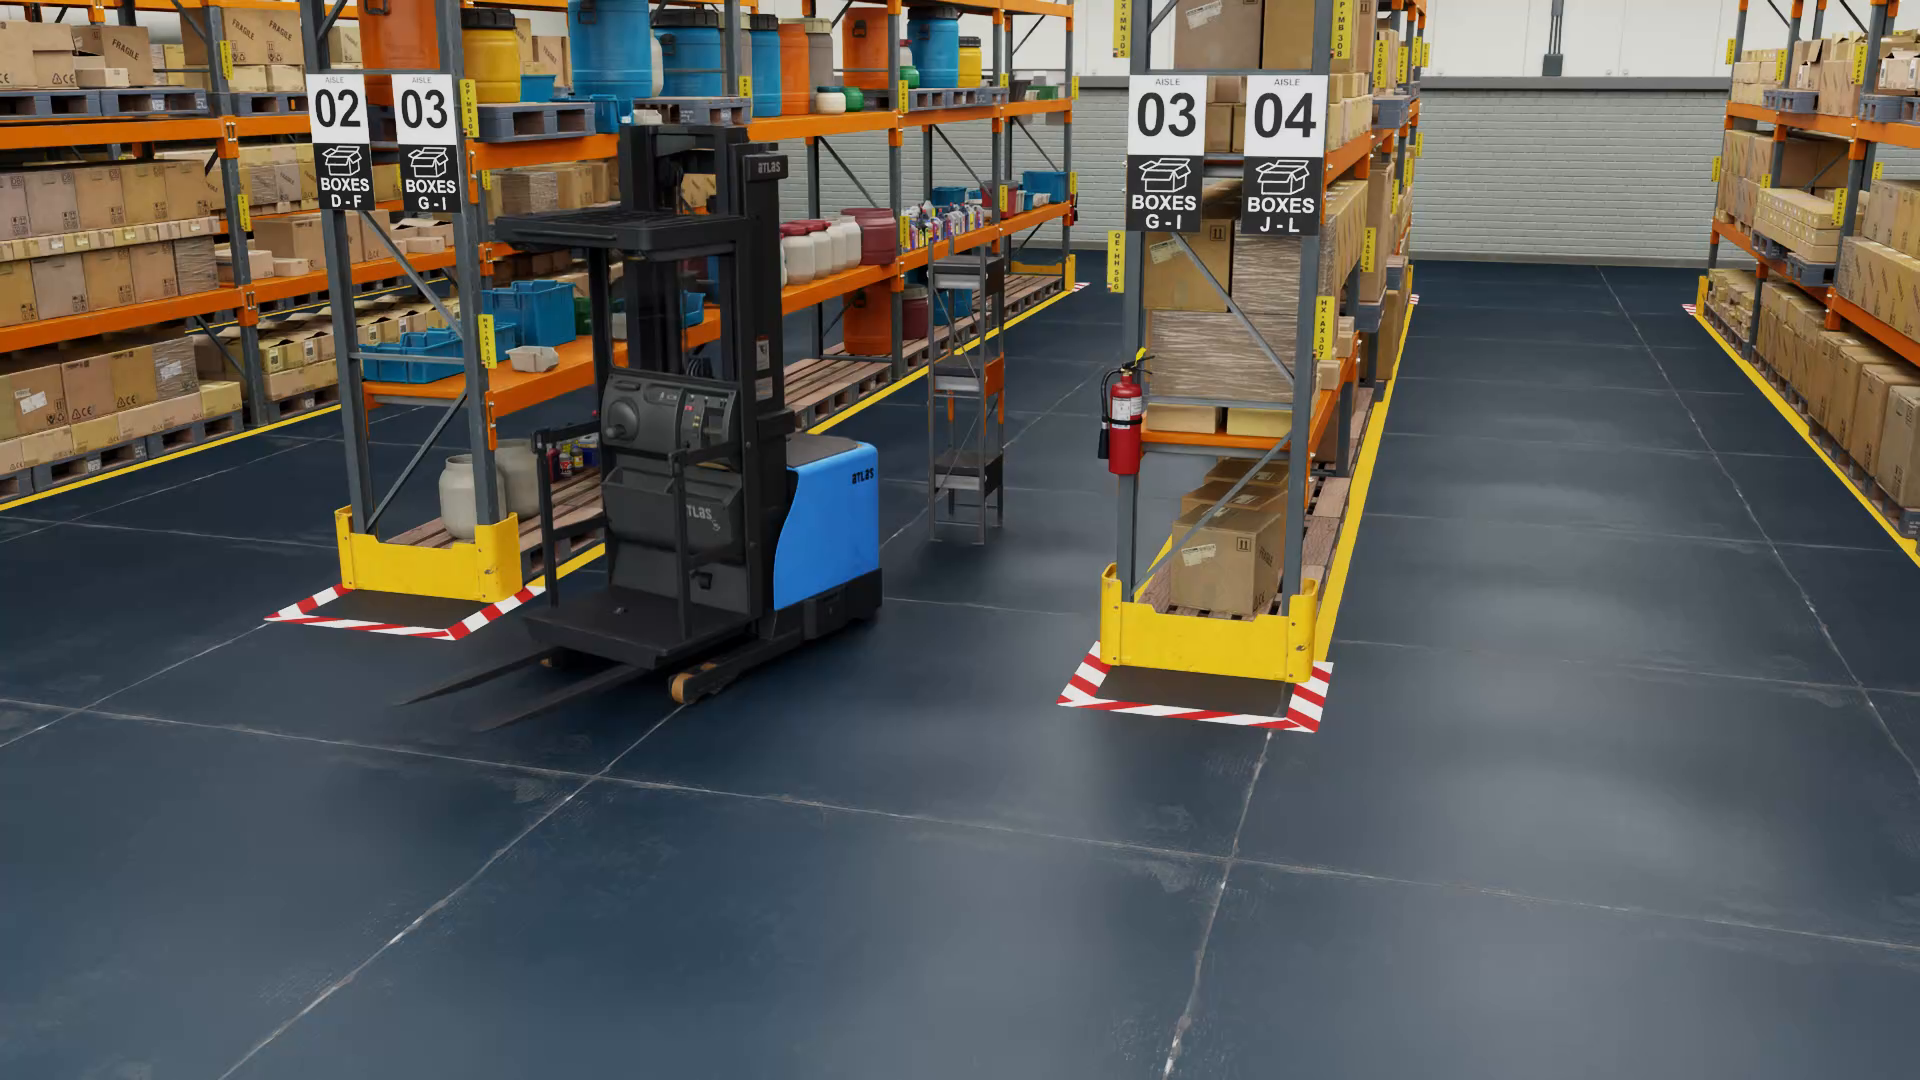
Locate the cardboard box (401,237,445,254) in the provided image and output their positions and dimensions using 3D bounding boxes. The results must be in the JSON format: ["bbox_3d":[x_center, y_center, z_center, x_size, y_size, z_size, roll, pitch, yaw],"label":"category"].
[{"bbox_3d":[-5.850,-3.212,18.117,0.380,0.149,0.250,5,16,16],"label":"cardboard box"}]

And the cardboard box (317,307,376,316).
[{"bbox_3d":[-6.578,-2.353,17.870,0.500,0.311,0.500,4,16,14],"label":"cardboard box"}]

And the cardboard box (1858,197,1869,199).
[{"bbox_3d":[9.276,-3.433,17.035,0.380,0.149,0.250,4,16,14],"label":"cardboard box"}]

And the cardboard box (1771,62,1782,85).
[{"bbox_3d":[9.388,-5.208,18.555,0.500,0.250,0.500,4,16,13],"label":"cardboard box"}]

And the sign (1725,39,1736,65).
[{"bbox_3d":[10.117,-6.408,21.826,0.100,0.325,0.005,5,16,16],"label":"sign"}]

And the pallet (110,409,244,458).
[{"bbox_3d":[-7.262,-0.997,14.957,1.003,0.211,1.213,5,16,16],"label":"pallet"}]

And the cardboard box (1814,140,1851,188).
[{"bbox_3d":[9.863,-4.227,18.676,0.500,0.500,0.500,5,17,17],"label":"cardboard box"}]

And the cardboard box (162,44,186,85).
[{"bbox_3d":[-10.257,-6.093,21.329,0.700,0.500,0.500,6,17,19],"label":"cardboard box"}]

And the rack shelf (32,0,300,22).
[{"bbox_3d":[-10.041,-6.844,21.518,1.077,0.370,4.000,5,16,16],"label":"rack shelf"}]

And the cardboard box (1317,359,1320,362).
[{"bbox_3d":[1.910,-1.458,10.744,0.875,0.500,0.500,5,16,16],"label":"cardboard box"}]

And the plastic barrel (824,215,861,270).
[{"bbox_3d":[-1.199,-2.973,16.608,0.421,0.512,0.421,0,16,0],"label":"plastic barrel"}]

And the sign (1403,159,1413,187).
[{"bbox_3d":[5.297,-4.346,19.679,0.100,0.325,0.005,5,16,16],"label":"sign"}]

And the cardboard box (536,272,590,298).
[{"bbox_3d":[-5.022,-3.101,21.039,0.500,0.500,0.500,4,16,14],"label":"cardboard box"}]

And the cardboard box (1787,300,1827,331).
[{"bbox_3d":[8.600,-2.234,16.644,0.500,0.250,0.500,5,17,17],"label":"cardboard box"}]

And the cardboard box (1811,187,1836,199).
[{"bbox_3d":[9.883,-3.757,18.850,0.500,0.500,0.500,4,16,15],"label":"cardboard box"}]

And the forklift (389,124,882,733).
[{"bbox_3d":[-1.703,-0.688,8.883,1.130,2.935,3.031,10,19,32],"label":"forklift"}]

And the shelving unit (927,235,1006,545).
[{"bbox_3d":[0.047,-1.053,11.696,0.431,2.100,0.503,5,16,16],"label":"shelving unit"}]

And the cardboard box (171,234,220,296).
[{"bbox_3d":[-7.116,-2.475,14.874,0.700,0.500,0.500,4,16,14],"label":"cardboard box"}]

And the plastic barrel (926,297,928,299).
[{"bbox_3d":[-0.593,-2.789,19.955,0.421,0.512,0.421,0,16,0],"label":"plastic barrel"}]

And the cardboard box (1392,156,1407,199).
[{"bbox_3d":[5.155,-4.404,20.215,0.500,0.500,0.500,5,16,16],"label":"cardboard box"}]

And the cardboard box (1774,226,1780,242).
[{"bbox_3d":[8.582,-3.128,17.050,0.380,0.149,0.250,4,16,15],"label":"cardboard box"}]

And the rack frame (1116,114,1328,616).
[{"bbox_3d":[1.364,-0.728,8.897,1.000,3.000,0.127,5,16,16],"label":"rack frame"}]

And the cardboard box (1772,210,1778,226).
[{"bbox_3d":[8.655,-3.338,17.248,0.380,0.149,0.250,5,17,18],"label":"cardboard box"}]

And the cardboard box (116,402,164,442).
[{"bbox_3d":[-7.198,-1.022,14.205,0.500,0.250,0.500,5,16,16],"label":"cardboard box"}]

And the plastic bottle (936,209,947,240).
[{"bbox_3d":[-0.235,-3.673,19.373,0.144,0.351,0.185,5,16,16],"label":"plastic bottle"}]

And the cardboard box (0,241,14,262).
[{"bbox_3d":[-7.523,-2.213,12.763,0.380,0.149,0.250,4,16,14],"label":"cardboard box"}]

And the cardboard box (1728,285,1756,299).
[{"bbox_3d":[9.653,-3.033,20.390,0.380,0.149,0.250,4,16,14],"label":"cardboard box"}]

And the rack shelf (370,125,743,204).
[{"bbox_3d":[-2.816,-2.732,11.785,1.077,0.370,4.000,5,16,16],"label":"rack shelf"}]

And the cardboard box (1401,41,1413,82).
[{"bbox_3d":[5.381,-6.084,21.148,0.700,0.500,0.500,5,17,18],"label":"cardboard box"}]

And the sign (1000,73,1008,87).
[{"bbox_3d":[0.552,-5.655,20.757,0.100,0.325,0.005,5,16,16],"label":"sign"}]

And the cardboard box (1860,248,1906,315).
[{"bbox_3d":[7.692,-2.096,13.538,0.500,0.500,0.500,5,16,16],"label":"cardboard box"}]

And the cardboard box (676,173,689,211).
[{"bbox_3d":[-4.174,-4.931,23.533,0.500,0.500,0.500,5,17,17],"label":"cardboard box"}]

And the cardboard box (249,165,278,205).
[{"bbox_3d":[-9.649,-4.815,22.543,0.500,0.500,0.500,5,16,16],"label":"cardboard box"}]

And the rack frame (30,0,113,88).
[{"bbox_3d":[-10.610,-6.859,19.520,1.000,3.000,0.127,5,16,16],"label":"rack frame"}]

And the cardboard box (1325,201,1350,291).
[{"bbox_3d":[2.071,-1.784,10.060,0.500,0.500,0.500,5,16,16],"label":"cardboard box"}]

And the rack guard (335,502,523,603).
[{"bbox_3d":[-3.408,0.067,10.675,1.175,0.500,0.348,5,16,16],"label":"rack guard"}]

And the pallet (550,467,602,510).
[{"bbox_3d":[-2.824,-0.324,12.584,1.003,0.211,1.213,5,16,16],"label":"pallet"}]

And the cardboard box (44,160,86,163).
[{"bbox_3d":[-10.679,-4.452,19.850,0.380,0.149,0.250,2,16,9],"label":"cardboard box"}]

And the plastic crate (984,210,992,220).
[{"bbox_3d":[0.295,-4.264,21.738,0.396,0.136,0.243,5,16,16],"label":"plastic crate"}]

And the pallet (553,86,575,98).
[{"bbox_3d":[-5.267,-5.552,20.754,1.213,0.211,1.003,5,16,16],"label":"pallet"}]

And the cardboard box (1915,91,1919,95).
[{"bbox_3d":[8.782,-4.029,14.858,0.500,0.500,0.500,5,16,16],"label":"cardboard box"}]

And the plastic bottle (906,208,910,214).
[{"bbox_3d":[-0.635,-3.974,20.578,0.097,0.271,0.097,0,16,0],"label":"plastic bottle"}]

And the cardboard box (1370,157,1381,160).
[{"bbox_3d":[4.233,-3.887,18.016,0.797,0.503,0.637,5,17,18],"label":"cardboard box"}]

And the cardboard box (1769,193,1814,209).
[{"bbox_3d":[8.726,-3.551,17.451,0.380,0.149,0.250,4,16,15],"label":"cardboard box"}]

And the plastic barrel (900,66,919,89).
[{"bbox_3d":[-0.590,-5.034,18.100,0.294,0.245,0.294,0,16,0],"label":"plastic barrel"}]

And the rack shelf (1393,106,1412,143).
[{"bbox_3d":[4.206,-4.441,17.810,1.077,0.370,4.000,5,16,16],"label":"rack shelf"}]

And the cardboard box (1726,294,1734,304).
[{"bbox_3d":[9.965,-3.085,21.119,0.380,0.149,0.250,4,16,13],"label":"cardboard box"}]

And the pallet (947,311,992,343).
[{"bbox_3d":[-0.234,-2.711,21.000,1.003,0.211,1.213,5,16,16],"label":"pallet"}]

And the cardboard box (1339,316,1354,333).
[{"bbox_3d":[2.721,-1.574,12.342,0.380,0.149,0.250,5,16,16],"label":"cardboard box"}]

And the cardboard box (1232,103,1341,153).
[{"bbox_3d":[1.749,-2.204,8.882,0.500,0.250,0.500,5,17,18],"label":"cardboard box"}]

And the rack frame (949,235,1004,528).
[{"bbox_3d":[0.116,-1.117,11.921,0.400,2.100,0.015,5,16,16],"label":"rack frame"}]

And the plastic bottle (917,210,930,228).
[{"bbox_3d":[-0.419,-3.650,19.291,0.144,0.351,0.185,5,16,16],"label":"plastic bottle"}]

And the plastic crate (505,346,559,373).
[{"bbox_3d":[-2.822,-1.194,11.025,0.298,0.136,0.250,5,16,16],"label":"plastic crate"}]

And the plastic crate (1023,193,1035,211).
[{"bbox_3d":[0.824,-4.689,23.060,0.416,0.233,0.300,5,16,16],"label":"plastic crate"}]
